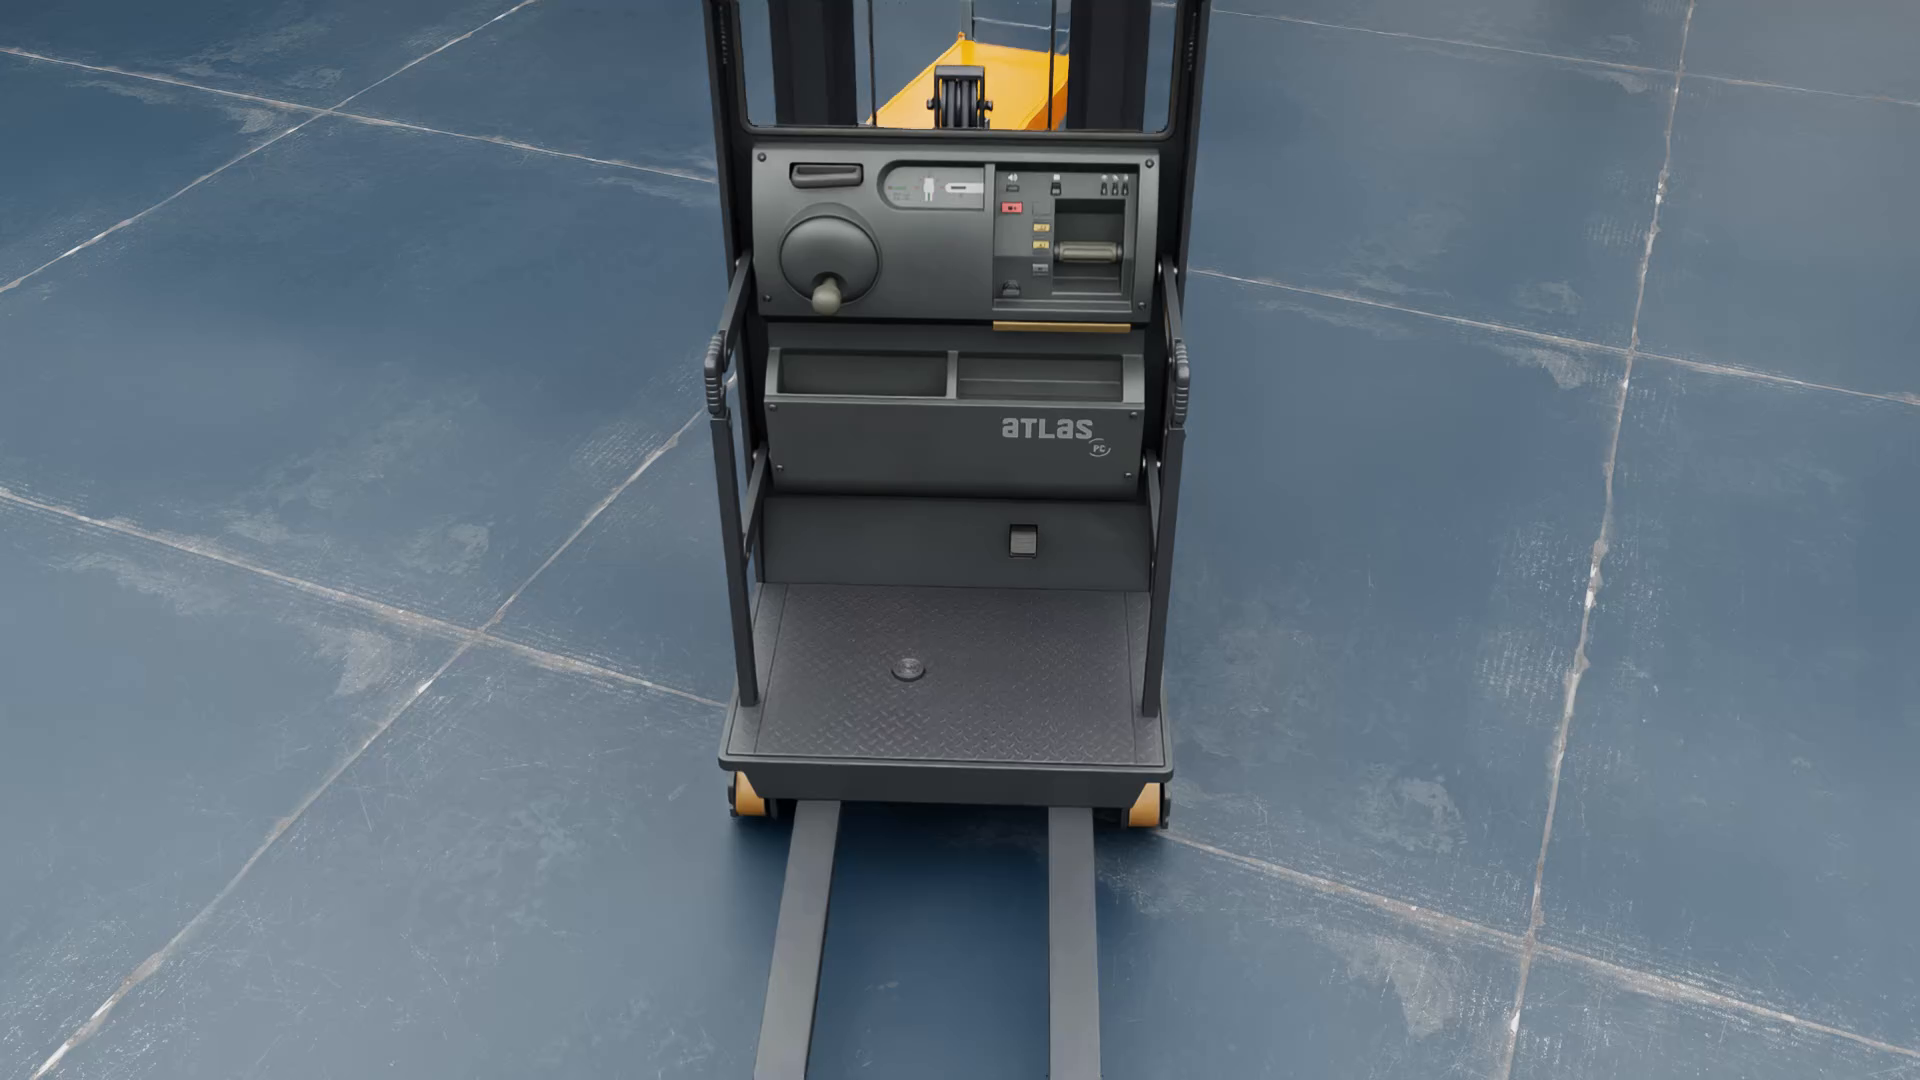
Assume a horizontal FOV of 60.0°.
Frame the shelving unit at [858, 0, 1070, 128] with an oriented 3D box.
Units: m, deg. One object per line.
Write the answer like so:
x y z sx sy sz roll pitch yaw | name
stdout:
0.049 -1.179 5.887 0.538 1.125 1.048 14 39 18 | shelving unit

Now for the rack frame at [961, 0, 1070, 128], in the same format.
0.241 -1.460 6.264 0.500 1.125 0.032 14 39 18 | rack frame

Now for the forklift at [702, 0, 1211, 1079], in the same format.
-0.019 -0.637 3.654 1.130 2.935 3.031 1 37 2 | forklift

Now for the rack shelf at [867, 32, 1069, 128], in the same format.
0.049 -1.413 5.712 0.538 0.278 1.000 14 39 18 | rack shelf

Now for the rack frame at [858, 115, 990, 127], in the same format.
-0.144 -0.897 5.511 0.500 1.125 0.032 14 39 18 | rack frame
